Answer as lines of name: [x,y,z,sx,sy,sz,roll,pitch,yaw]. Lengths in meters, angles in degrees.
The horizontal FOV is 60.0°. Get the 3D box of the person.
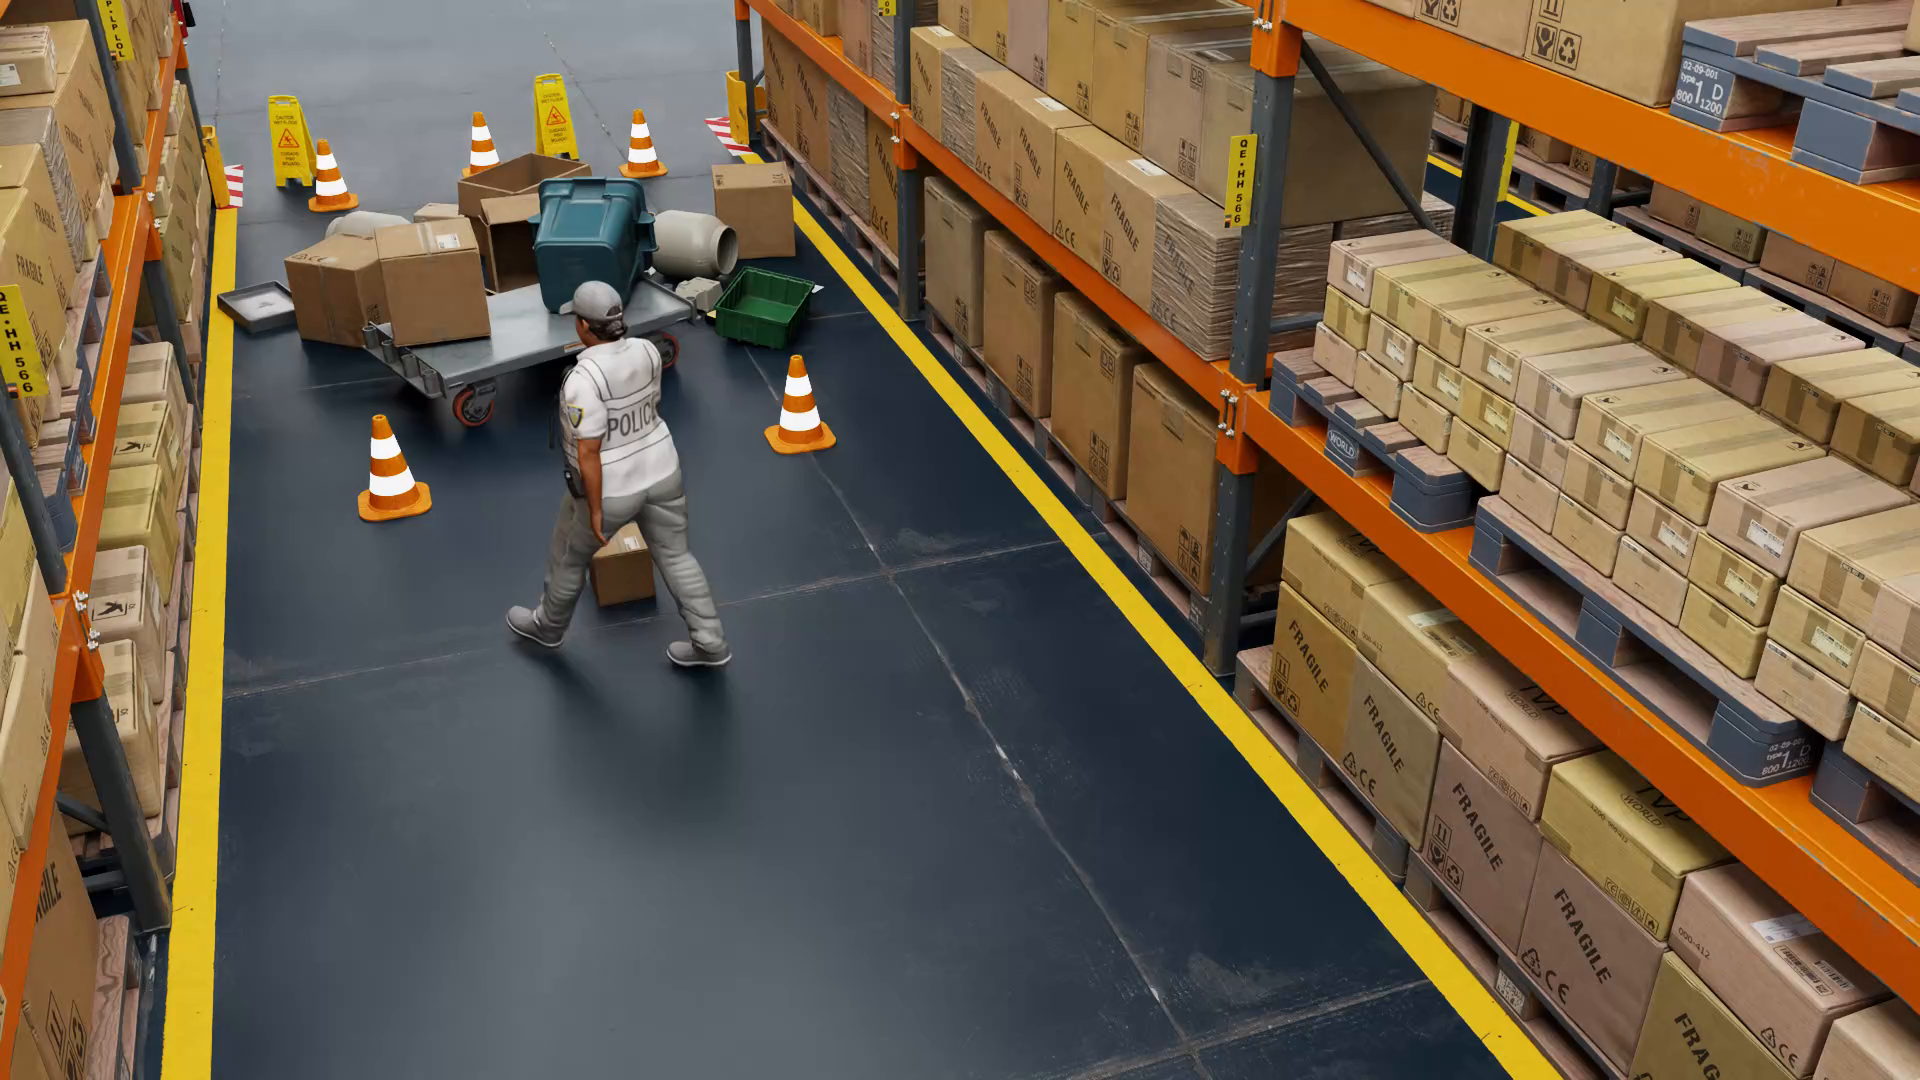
person: [-1.408,-0.252,6.568,0.950,1.611,0.561,24,38,35]
